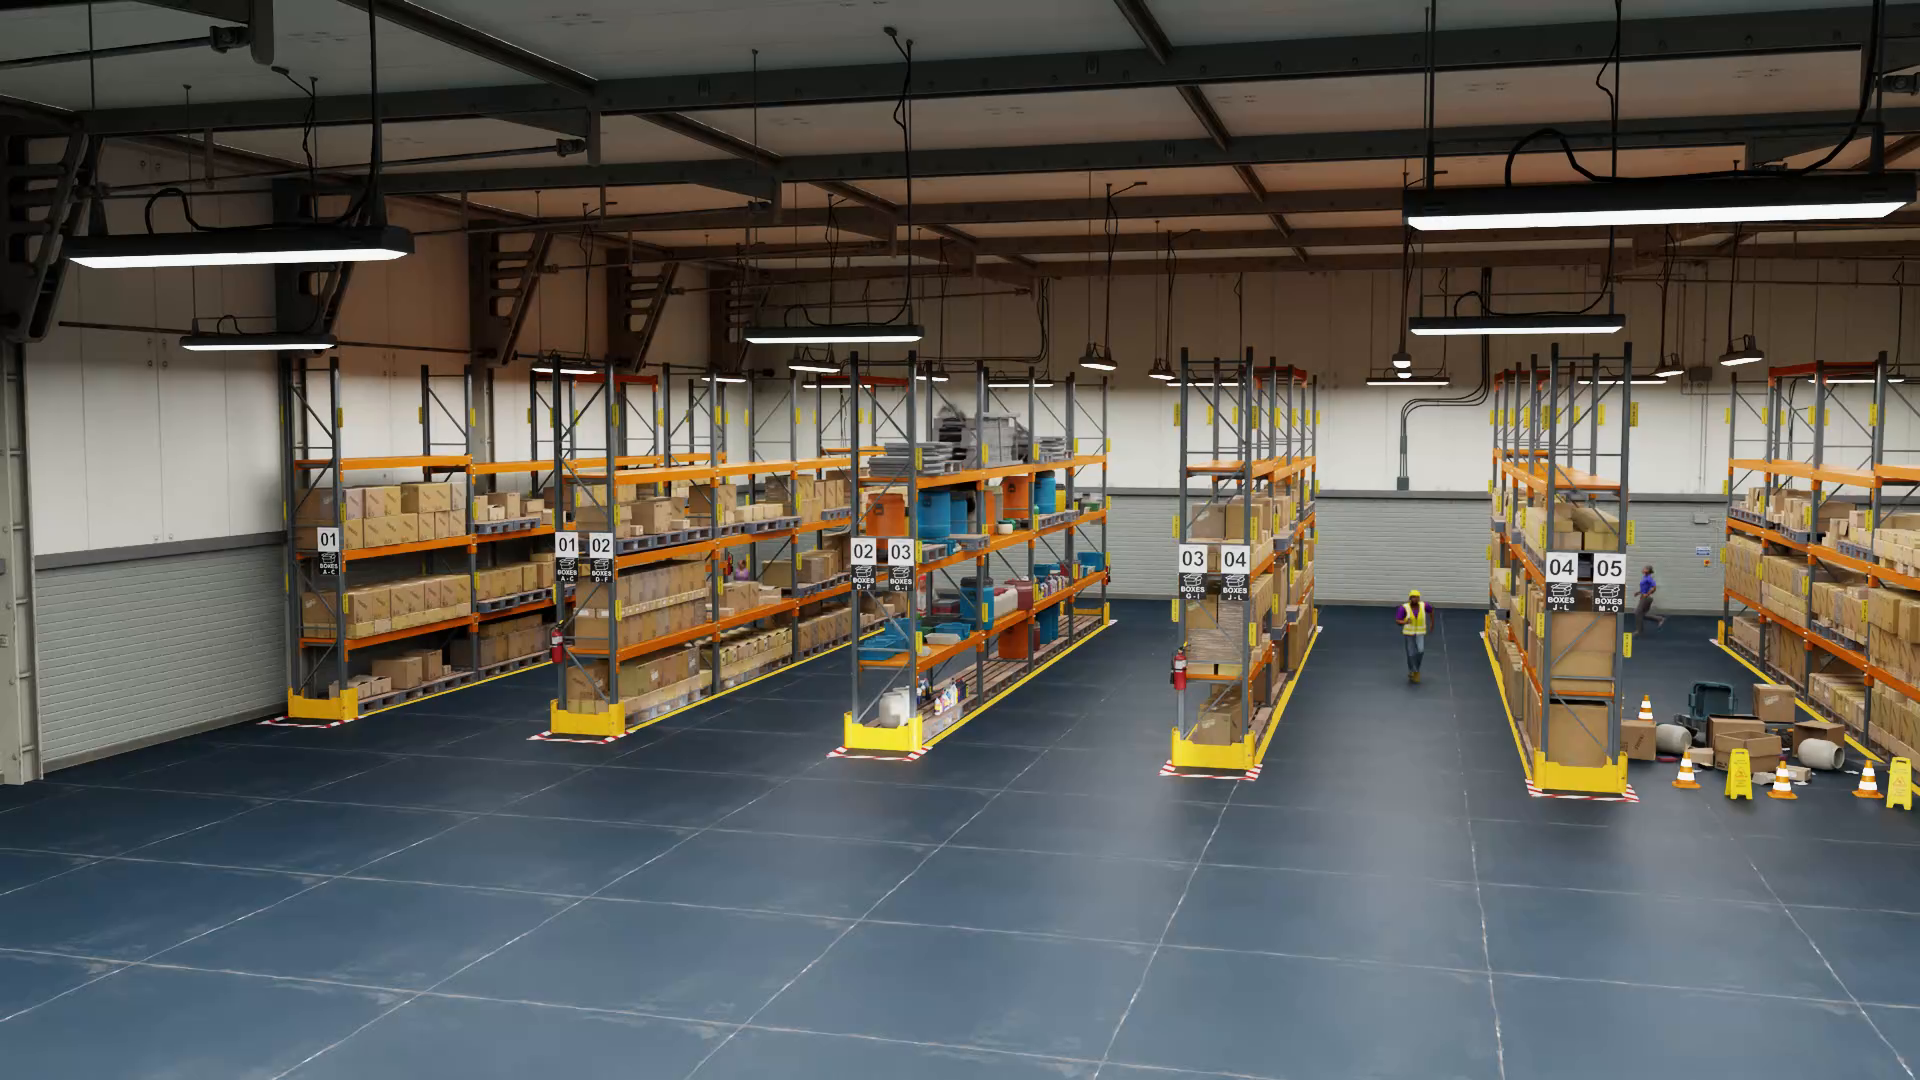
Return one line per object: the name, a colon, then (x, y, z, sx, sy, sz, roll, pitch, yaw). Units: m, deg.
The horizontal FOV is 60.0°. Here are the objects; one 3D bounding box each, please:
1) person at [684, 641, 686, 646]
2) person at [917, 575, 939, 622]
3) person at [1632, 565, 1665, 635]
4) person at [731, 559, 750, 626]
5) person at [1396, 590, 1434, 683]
person: (-5.668, 1.717, 33.218, 0.663, 1.747, 0.945, 1, 4, 11)
person: (-0.745, 1.573, 34.146, 0.664, 1.743, 0.918, 1, 4, 13)
person: (15.881, 1.392, 38.333, 0.742, 1.640, 0.577, 1, 4, 18)
person: (-5.269, 1.264, 40.198, 0.488, 1.644, 0.750, 1, 4, 7)
person: (8.630, 1.812, 31.536, 0.732, 1.765, 0.816, 1, 4, 8)
